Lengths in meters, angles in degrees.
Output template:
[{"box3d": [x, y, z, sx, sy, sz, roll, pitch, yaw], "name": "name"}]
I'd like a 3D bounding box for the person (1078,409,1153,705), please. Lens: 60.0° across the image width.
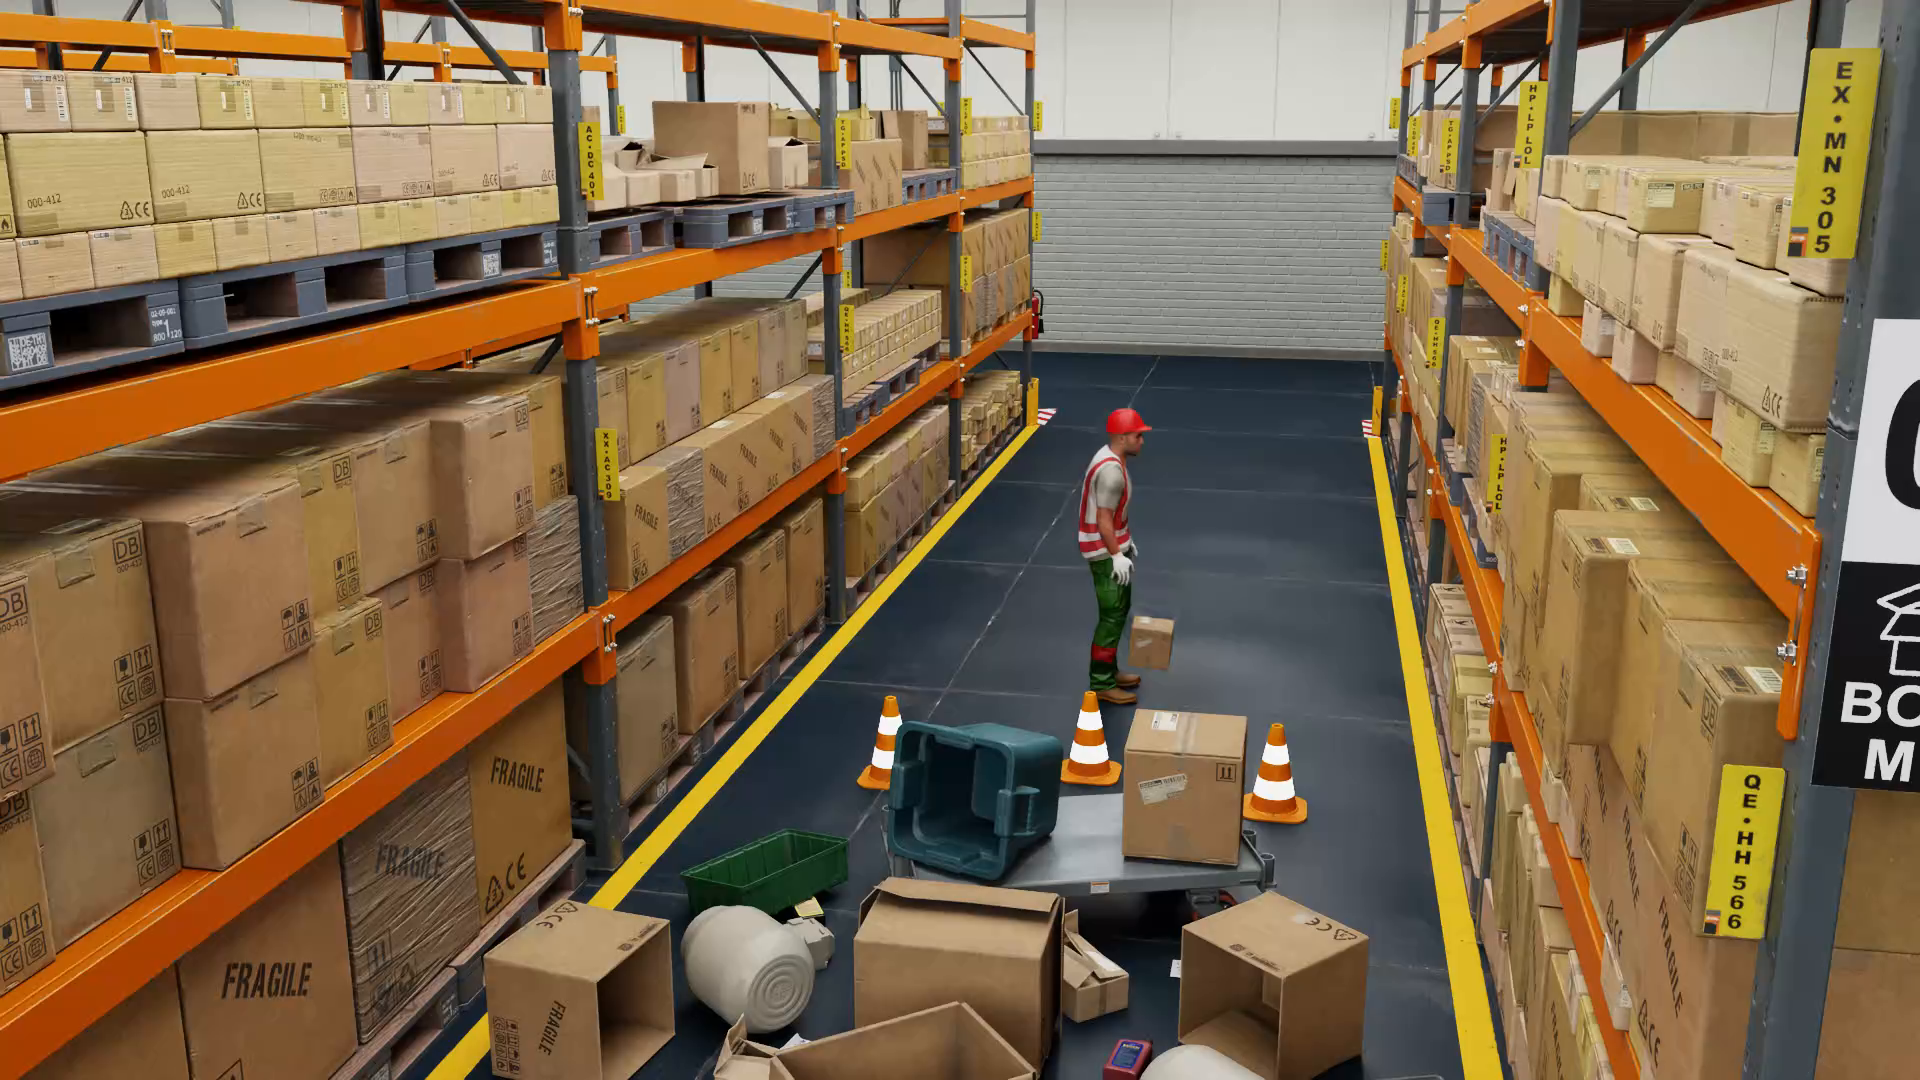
[{"box3d": [0.939, 0.080, 10.165, 0.431, 1.782, 0.563, 2, 15, 9], "name": "person"}]
